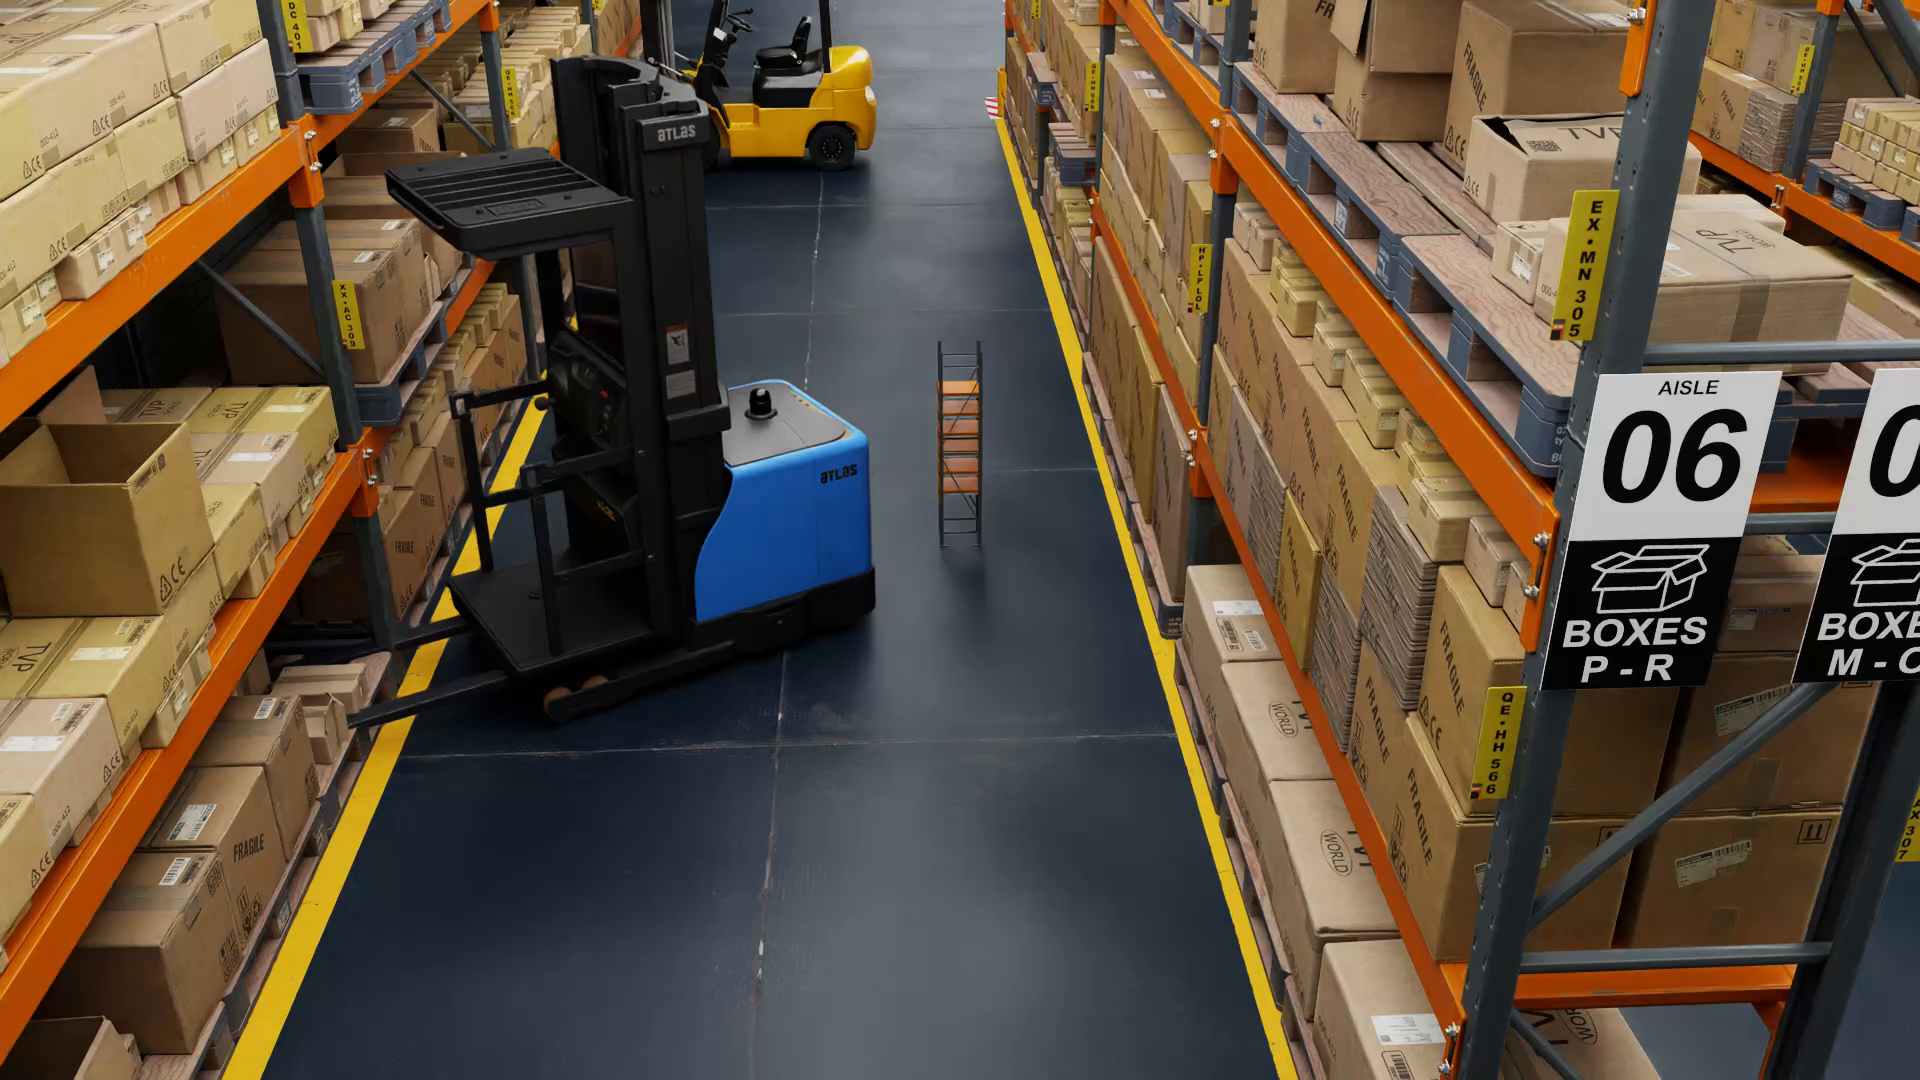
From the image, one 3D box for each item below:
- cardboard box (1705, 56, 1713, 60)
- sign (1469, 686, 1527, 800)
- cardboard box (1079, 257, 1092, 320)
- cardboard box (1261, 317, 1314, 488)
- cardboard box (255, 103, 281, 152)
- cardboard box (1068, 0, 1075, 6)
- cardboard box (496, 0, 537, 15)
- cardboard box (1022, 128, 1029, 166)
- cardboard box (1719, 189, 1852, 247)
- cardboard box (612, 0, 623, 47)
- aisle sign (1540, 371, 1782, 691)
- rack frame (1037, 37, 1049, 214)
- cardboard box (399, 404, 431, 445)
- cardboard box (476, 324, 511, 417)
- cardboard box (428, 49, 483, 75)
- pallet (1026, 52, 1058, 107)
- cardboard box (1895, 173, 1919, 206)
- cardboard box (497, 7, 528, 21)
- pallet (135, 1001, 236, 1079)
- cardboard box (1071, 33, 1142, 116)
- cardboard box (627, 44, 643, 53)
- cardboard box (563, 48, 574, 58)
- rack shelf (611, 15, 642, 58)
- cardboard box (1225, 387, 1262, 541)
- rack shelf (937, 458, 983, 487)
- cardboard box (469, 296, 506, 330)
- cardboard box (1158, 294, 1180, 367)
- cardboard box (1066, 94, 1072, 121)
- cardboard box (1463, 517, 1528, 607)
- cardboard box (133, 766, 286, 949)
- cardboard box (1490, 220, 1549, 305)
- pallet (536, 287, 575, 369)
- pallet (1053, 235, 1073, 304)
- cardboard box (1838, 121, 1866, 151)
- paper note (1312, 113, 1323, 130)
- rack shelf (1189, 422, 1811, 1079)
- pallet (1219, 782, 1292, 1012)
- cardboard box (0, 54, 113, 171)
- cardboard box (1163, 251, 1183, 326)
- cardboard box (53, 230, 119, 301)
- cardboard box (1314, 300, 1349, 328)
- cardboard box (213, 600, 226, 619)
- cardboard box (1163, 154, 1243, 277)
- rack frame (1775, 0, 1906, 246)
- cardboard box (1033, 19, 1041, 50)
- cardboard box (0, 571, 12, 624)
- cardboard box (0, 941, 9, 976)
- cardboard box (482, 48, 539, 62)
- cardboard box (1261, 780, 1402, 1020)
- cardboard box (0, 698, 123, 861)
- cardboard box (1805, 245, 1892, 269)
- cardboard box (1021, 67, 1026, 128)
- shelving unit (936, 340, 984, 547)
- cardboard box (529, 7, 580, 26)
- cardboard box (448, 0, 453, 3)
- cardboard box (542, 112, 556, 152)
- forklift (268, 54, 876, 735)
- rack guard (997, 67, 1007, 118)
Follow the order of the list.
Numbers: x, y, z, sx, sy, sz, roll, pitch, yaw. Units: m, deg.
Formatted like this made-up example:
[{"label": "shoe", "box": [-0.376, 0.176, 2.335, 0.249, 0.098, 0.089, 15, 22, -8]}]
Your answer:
[{"label": "cardboard box", "box": [6.001, -3.696, 13.485, 0.500, 0.500, 0.500, -1, 28, -2]}, {"label": "sign", "box": [1.312, 0.496, 4.047, 0.100, 0.325, 0.005, -1, 28, -3]}, {"label": "cardboard box", "box": [1.417, -1.869, 12.477, 0.950, 0.372, 0.625, -3, 28, -6]}, {"label": "cardboard box", "box": [1.464, -0.531, 6.335, 0.500, 0.500, 0.500, -1, 28, -2]}, {"label": "cardboard box", "box": [-2.997, -1.677, 6.751, 0.380, 0.149, 0.250, -2, 28, -3]}, {"label": "cardboard box", "box": [1.059, -4.359, 13.278, 0.380, 0.149, 0.250, 0, 28, 0]}, {"label": "cardboard box", "box": [-4.002, -4.786, 14.874, 0.380, 0.149, 0.250, -2, 28, -3]}, {"label": "cardboard box", "box": [0.891, -3.913, 16.528, 0.500, 0.250, 0.500, -2, 28, -4]}, {"label": "cardboard box", "box": [6.433, -2.225, 12.751, 1.050, 0.750, 0.750, -2, 28, -3]}, {"label": "cardboard box", "box": [-3.563, -5.042, 16.065, 0.500, 0.500, 0.500, -2, 28, -3]}, {"label": "aisle sign", "box": [1.549, -0.004, 3.703, 0.394, 0.787, 0.004, -1, 28, -3]}, {"label": "rack frame", "box": [1.228, -4.434, 15.007, 1.000, 3.000, 0.127, -1, 28, -3]}, {"label": "cardboard box", "box": [-3.184, -0.642, 9.285, 0.380, 0.149, 0.250, -1, 28, -3]}, {"label": "cardboard box", "box": [-3.268, -1.121, 10.905, 0.500, 0.500, 0.500, -2, 28, -3]}, {"label": "cardboard box", "box": [-3.838, -3.651, 12.697, 0.380, 0.149, 0.250, -1, 28, -1]}, {"label": "pallet", "box": [1.123, -3.992, 14.368, 1.003, 0.211, 1.213, -1, 28, -3]}, {"label": "cardboard box", "box": [6.241, -2.243, 10.624, 0.380, 0.149, 0.250, 0, 28, 0]}, {"label": "cardboard box", "box": [-3.925, -4.477, 14.280, 0.380, 0.149, 0.250, -2, 28, -4]}, {"label": "pallet", "box": [-3.149, 2.063, 5.567, 1.003, 0.211, 1.213, -1, 28, -3]}, {"label": "cardboard box", "box": [1.097, -3.391, 12.123, 0.500, 0.500, 0.500, -2, 28, -3]}, {"label": "cardboard box", "box": [-3.570, -5.129, 17.778, 0.500, 0.250, 0.500, -1, 28, -2]}, {"label": "cardboard box", "box": [-3.393, -3.773, 13.362, 0.500, 0.250, 0.500, -1, 28, -2]}, {"label": "rack shelf", "box": [-3.833, -4.917, 16.712, 1.077, 0.370, 4.000, -1, 28, -3]}, {"label": "cardboard box", "box": [1.431, -0.328, 7.027, 0.500, 0.500, 0.500, -1, 28, -2]}, {"label": "rack shelf", "box": [-0.001, -0.393, 9.561, 0.258, 0.103, 0.180, -1, 28, -3]}, {"label": "cardboard box", "box": [-3.196, -1.483, 10.898, 0.380, 0.149, 0.250, -3, 28, -5]}, {"label": "cardboard box", "box": [1.345, -1.109, 8.795, 0.500, 0.250, 0.500, -2, 28, -3]}, {"label": "cardboard box", "box": [1.007, -3.288, 12.627, 0.380, 0.149, 0.250, -1, 28, -2]}, {"label": "cardboard box", "box": [1.599, 0.055, 4.510, 0.380, 0.149, 0.250, -1, 28, -2]}, {"label": "cardboard box", "box": [-2.973, 1.225, 6.407, 0.500, 0.500, 0.500, -1, 28, -2]}, {"label": "cardboard box", "box": [1.639, -0.739, 4.388, 0.380, 0.149, 0.250, -3, 28, -7]}, {"label": "pallet", "box": [-3.524, -1.610, 12.608, 1.003, 0.211, 1.213, -1, 28, -3]}, {"label": "pallet", "box": [1.337, -2.273, 13.880, 1.003, 0.211, 1.213, -1, 28, -3]}, {"label": "cardboard box", "box": [6.200, -2.731, 11.239, 0.380, 0.149, 0.250, 0, 28, 0]}, {"label": "paper note", "box": [1.164, -1.366, 5.423, 0.006, 0.032, 0.123, -1, 28, -3]}, {"label": "rack shelf", "box": [1.750, 0.503, 6.319, 1.077, 0.370, 4.000, -1, 28, -3]}, {"label": "pallet", "box": [1.674, 1.415, 6.809, 1.003, 0.211, 1.213, -1, 28, -3]}, {"label": "cardboard box", "box": [-2.959, -1.301, 5.056, 0.500, 0.250, 0.500, -1, 28, -1]}, {"label": "cardboard box", "box": [1.346, -1.323, 8.664, 0.500, 0.250, 0.500, -1, 28, -1]}, {"label": "cardboard box", "box": [-2.870, -0.852, 5.168, 0.380, 0.149, 0.250, -1, 28, -3]}, {"label": "cardboard box", "box": [1.520, -0.774, 6.099, 0.380, 0.149, 0.250, -1, 28, -3]}, {"label": "cardboard box", "box": [-3.039, 0.235, 6.328, 0.380, 0.149, 0.250, -1, 28, -2]}, {"label": "cardboard box", "box": [1.337, -1.666, 8.511, 0.500, 0.500, 0.500, -1, 28, -2]}, {"label": "rack frame", "box": [6.375, -2.753, 11.784, 1.000, 3.000, 0.127, -1, 28, -3]}, {"label": "cardboard box", "box": [0.956, -4.809, 15.297, 0.500, 0.500, 0.500, -2, 28, -4]}, {"label": "cardboard box", "box": [-3.465, 0.250, 5.868, 0.500, 0.250, 0.500, -1, 28, -3]}, {"label": "cardboard box", "box": [-2.845, 1.182, 4.511, 0.380, 0.149, 0.250, -2, 28, -3]}, {"label": "cardboard box", "box": [-3.430, -3.665, 12.723, 0.380, 0.149, 0.250, -1, 28, -3]}, {"label": "cardboard box", "box": [1.664, 1.333, 6.267, 0.875, 0.438, 0.875, -1, 28, -1]}, {"label": "cardboard box", "box": [-2.883, 0.715, 4.975, 0.500, 0.250, 0.500, -1, 28, -2]}, {"label": "cardboard box", "box": [6.169, -1.839, 11.470, 0.500, 0.250, 0.500, -3, 28, -5]}, {"label": "cardboard box", "box": [0.873, -4.471, 16.786, 0.500, 0.500, 0.500, 0, 28, 0]}, {"label": "shelving unit", "box": [-0.001, -0.539, 9.485, 0.258, 1.200, 0.189, -1, 28, -3]}, {"label": "cardboard box", "box": [-3.489, -4.492, 14.309, 0.380, 0.149, 0.250, 0, 28, -1]}, {"label": "cardboard box", "box": [-3.224, -3.265, 9.685, 0.500, 0.250, 0.500, -1, 28, -2]}, {"label": "cardboard box", "box": [-3.354, -3.079, 12.573, 0.500, 0.250, 0.500, -2, 28, -4]}, {"label": "forklift", "box": [-1.966, -0.694, 7.911, 3.031, 2.935, 1.130, -17, 32, -29]}, {"label": "rack guard", "box": [1.023, -5.138, 19.060, 1.175, 0.500, 0.348, -1, 28, -3]}]
